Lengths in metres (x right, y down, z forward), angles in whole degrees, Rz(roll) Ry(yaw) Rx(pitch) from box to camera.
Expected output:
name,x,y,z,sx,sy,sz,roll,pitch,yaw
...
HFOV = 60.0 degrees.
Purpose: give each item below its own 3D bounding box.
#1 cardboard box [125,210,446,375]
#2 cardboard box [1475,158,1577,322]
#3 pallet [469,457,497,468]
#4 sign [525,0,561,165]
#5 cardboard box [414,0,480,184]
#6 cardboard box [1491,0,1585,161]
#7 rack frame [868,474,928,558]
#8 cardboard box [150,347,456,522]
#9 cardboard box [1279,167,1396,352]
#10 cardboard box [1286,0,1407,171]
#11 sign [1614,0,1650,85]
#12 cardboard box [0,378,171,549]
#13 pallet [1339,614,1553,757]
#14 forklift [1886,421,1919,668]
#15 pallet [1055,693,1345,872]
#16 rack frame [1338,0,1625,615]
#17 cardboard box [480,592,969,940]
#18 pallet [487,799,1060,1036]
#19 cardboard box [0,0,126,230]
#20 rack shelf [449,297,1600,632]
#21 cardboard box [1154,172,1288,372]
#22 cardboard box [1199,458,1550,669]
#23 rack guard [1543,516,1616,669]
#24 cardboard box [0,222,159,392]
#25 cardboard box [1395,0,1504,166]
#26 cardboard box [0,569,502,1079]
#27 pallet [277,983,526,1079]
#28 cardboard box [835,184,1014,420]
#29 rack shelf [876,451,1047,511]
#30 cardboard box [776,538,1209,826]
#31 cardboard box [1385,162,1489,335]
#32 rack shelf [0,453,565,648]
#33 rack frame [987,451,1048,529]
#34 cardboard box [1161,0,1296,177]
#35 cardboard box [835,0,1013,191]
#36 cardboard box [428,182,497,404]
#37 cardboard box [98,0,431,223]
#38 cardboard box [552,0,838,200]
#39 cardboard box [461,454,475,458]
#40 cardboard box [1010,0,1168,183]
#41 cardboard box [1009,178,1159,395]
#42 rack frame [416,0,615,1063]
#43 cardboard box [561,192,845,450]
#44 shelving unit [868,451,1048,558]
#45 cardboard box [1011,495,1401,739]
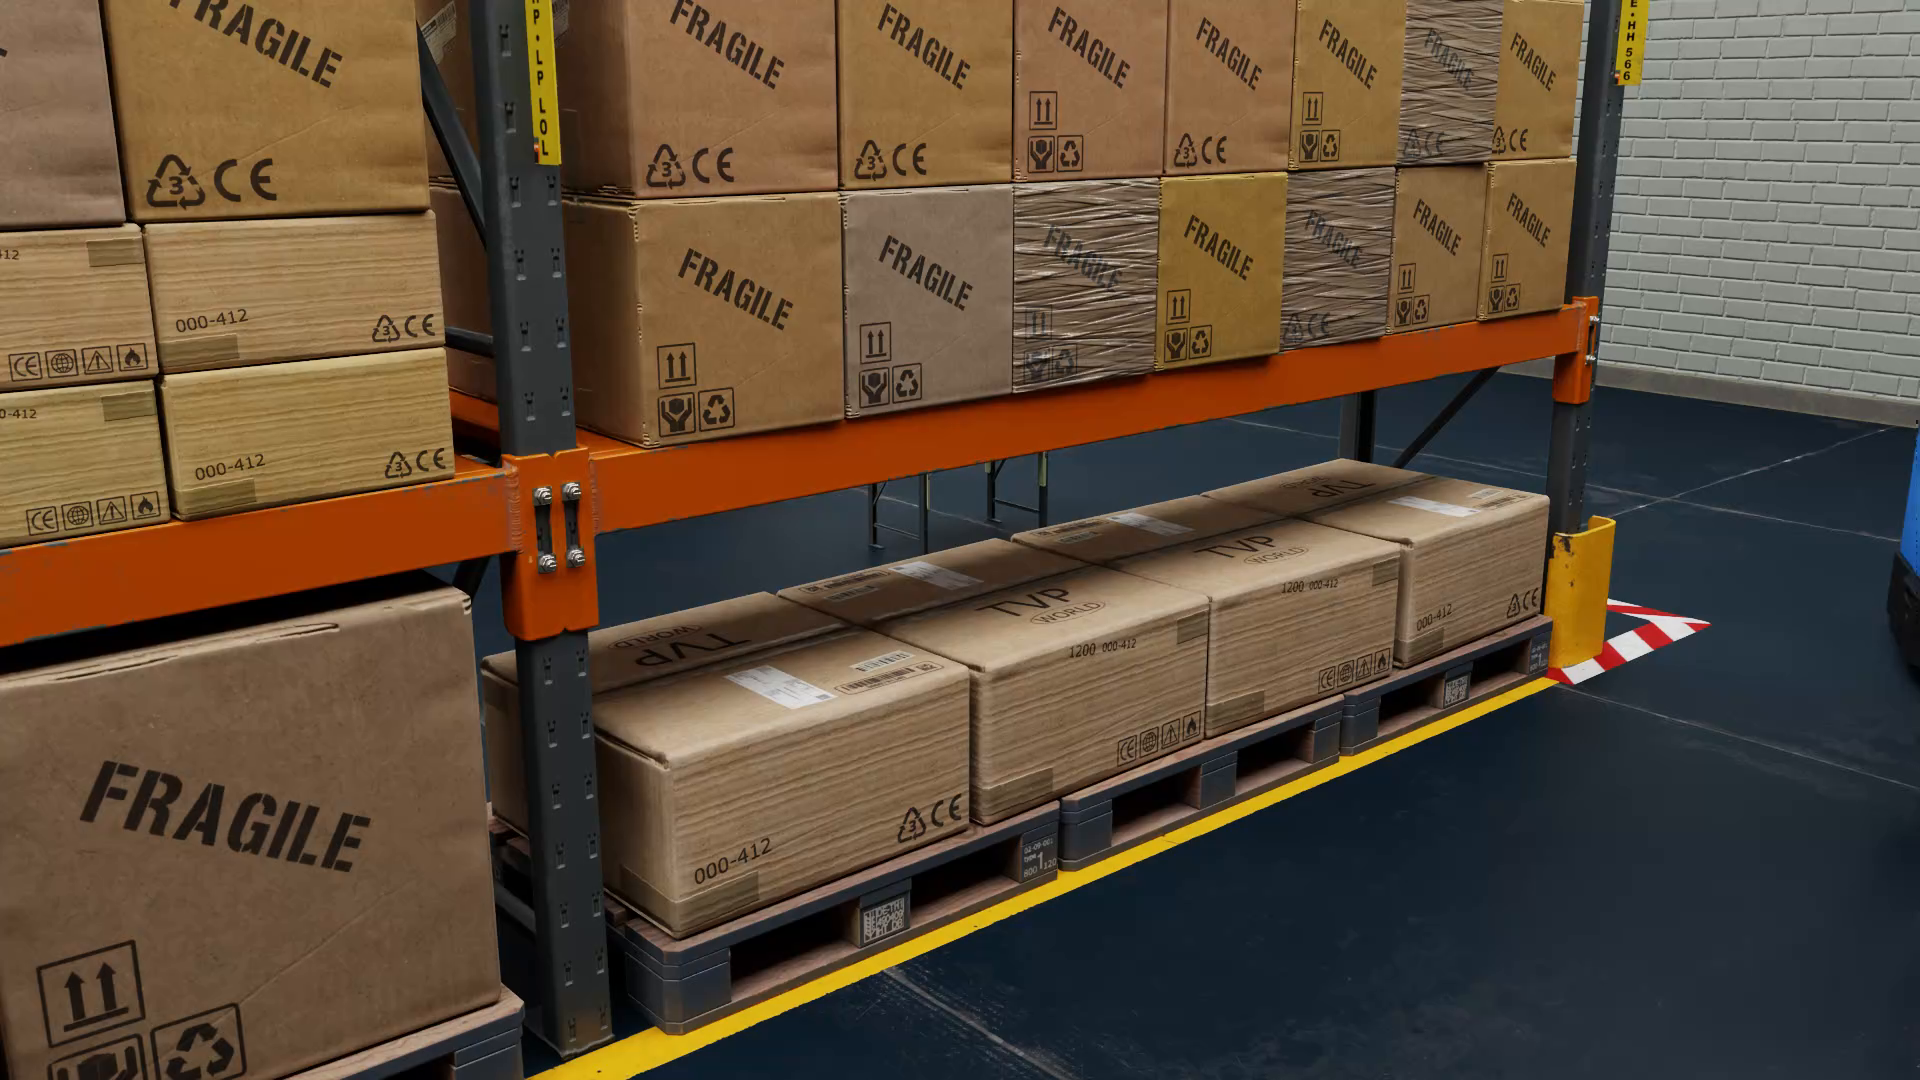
name,x,y,z,sx,sy,sz,roll,pitch,yaw
cardboard box,-1.303,-0.485,3.075,0.500,0.250,0.500,-13,20,-39
cardboard box,1.697,-1.031,5.602,0.500,0.500,0.500,-13,19,-39
pallet,-3.052,-0.366,8.710,1.213,0.211,1.003,-13,19,-39
sign,-0.767,-0.855,3.049,0.005,0.325,0.100,-13,19,-39
cardboard box,-0.956,-1.103,3.936,0.500,0.500,0.500,-13,20,-40
cardboard box,1.680,-1.519,5.493,0.500,0.500,0.500,-12,19,-38
rack frame,-0.281,-0.661,7.320,0.023,1.500,0.400,-13,19,-39
cardboard box,-1.303,-0.240,3.128,0.500,0.250,0.500,-13,20,-41
cardboard box,0.927,-0.860,4.962,0.500,0.500,0.500,-12,19,-38
cardboard box,0.930,-1.342,4.829,0.500,0.500,0.500,-13,20,-40
sign,2.233,-1.681,5.530,0.005,0.325,0.100,-13,19,-39
cardboard box,-1.688,-0.154,2.806,0.500,0.250,0.500,-13,20,-40
pallet,1.335,0.382,5.910,1.213,0.211,1.003,-13,19,-39
forklift,3.622,-0.683,4.627,1.130,2.935,3.031,5,16,18
pallet,0.415,0.588,5.140,1.213,0.211,1.003,-13,19,-39
rack frame,1.887,-1.116,6.114,0.127,3.000,1.000,-13,19,-39
cardboard box,-0.586,0.512,4.174,0.875,0.438,0.875,-13,20,-40
pallet,-0.505,0.796,4.362,1.213,0.211,1.003,-13,19,-39
cardboard box,-1.688,-0.756,2.635,0.500,0.500,0.500,-12,19,-38
rack shelf,0.378,-0.429,4.938,4.000,0.370,1.077,-13,19,-39
cardboard box,0.546,-0.770,4.625,0.500,0.500,0.500,-12,19,-38
cardboard box,1.455,0.051,5.899,0.875,0.438,0.875,-14,20,-41
rack guard,1.905,0.088,6.452,0.348,0.500,1.175,-13,19,-39
cardboard box,-1.676,-0.399,2.753,0.500,0.250,0.500,-12,19,-38
cardboard box,1.305,-1.425,5.140,0.500,0.500,0.500,-13,19,-39
cardboard box,-1.546,0.506,3.346,0.875,0.875,0.875,-12,19,-38
pallet,-1.663,1.055,3.393,1.213,0.211,1.003,-13,19,-39
cardboard box,-0.222,-0.599,3.987,0.500,0.500,0.500,-12,19,-39
rack shelf,-0.005,-0.408,7.636,0.720,0.370,0.431,-13,19,-39
cardboard box,0.089,0.360,4.742,0.875,0.438,0.875,-13,20,-41
cardboard box,1.309,-0.949,5.295,0.500,0.500,0.500,-13,20,-41
rack shelf,-2.639,0.248,2.402,4.000,0.370,1.077,-13,19,-39
rack frame,0.271,-0.785,7.784,0.023,1.500,0.400,-13,19,-39
cardboard box,0.549,-1.257,4.511,0.500,0.500,0.500,-13,20,-40
cardboard box,-0.227,-1.087,3.876,0.500,0.500,0.500,-13,20,-40
cardboard box,-0.948,-0.615,4.045,0.500,0.500,0.500,-12,19,-39
cardboard box,-1.303,-0.845,2.969,0.500,0.500,0.500,-12,19,-38
cardboard box,-0.612,-1.003,3.561,0.500,0.500,0.500,-12,19,-39
cardboard box,-2.630,-0.524,8.612,0.250,0.149,0.380,-12,19,-38
cardboard box,0.167,-1.172,4.193,0.500,0.500,0.500,-12,19,-38
cardboard box,0.157,-0.682,4.298,0.500,0.500,0.500,-12,19,-39
rack frame,-1.130,-0.438,3.577,0.127,3.000,1.000,-13,19,-39
cardboard box,-0.604,-0.515,3.671,0.500,0.500,0.500,-12,19,-38
shelving unit,-0.005,-0.723,7.552,0.755,1.500,0.431,-13,19,-39
cardboard box,0.770,0.207,5.312,0.875,0.438,0.875,-12,19,-38
